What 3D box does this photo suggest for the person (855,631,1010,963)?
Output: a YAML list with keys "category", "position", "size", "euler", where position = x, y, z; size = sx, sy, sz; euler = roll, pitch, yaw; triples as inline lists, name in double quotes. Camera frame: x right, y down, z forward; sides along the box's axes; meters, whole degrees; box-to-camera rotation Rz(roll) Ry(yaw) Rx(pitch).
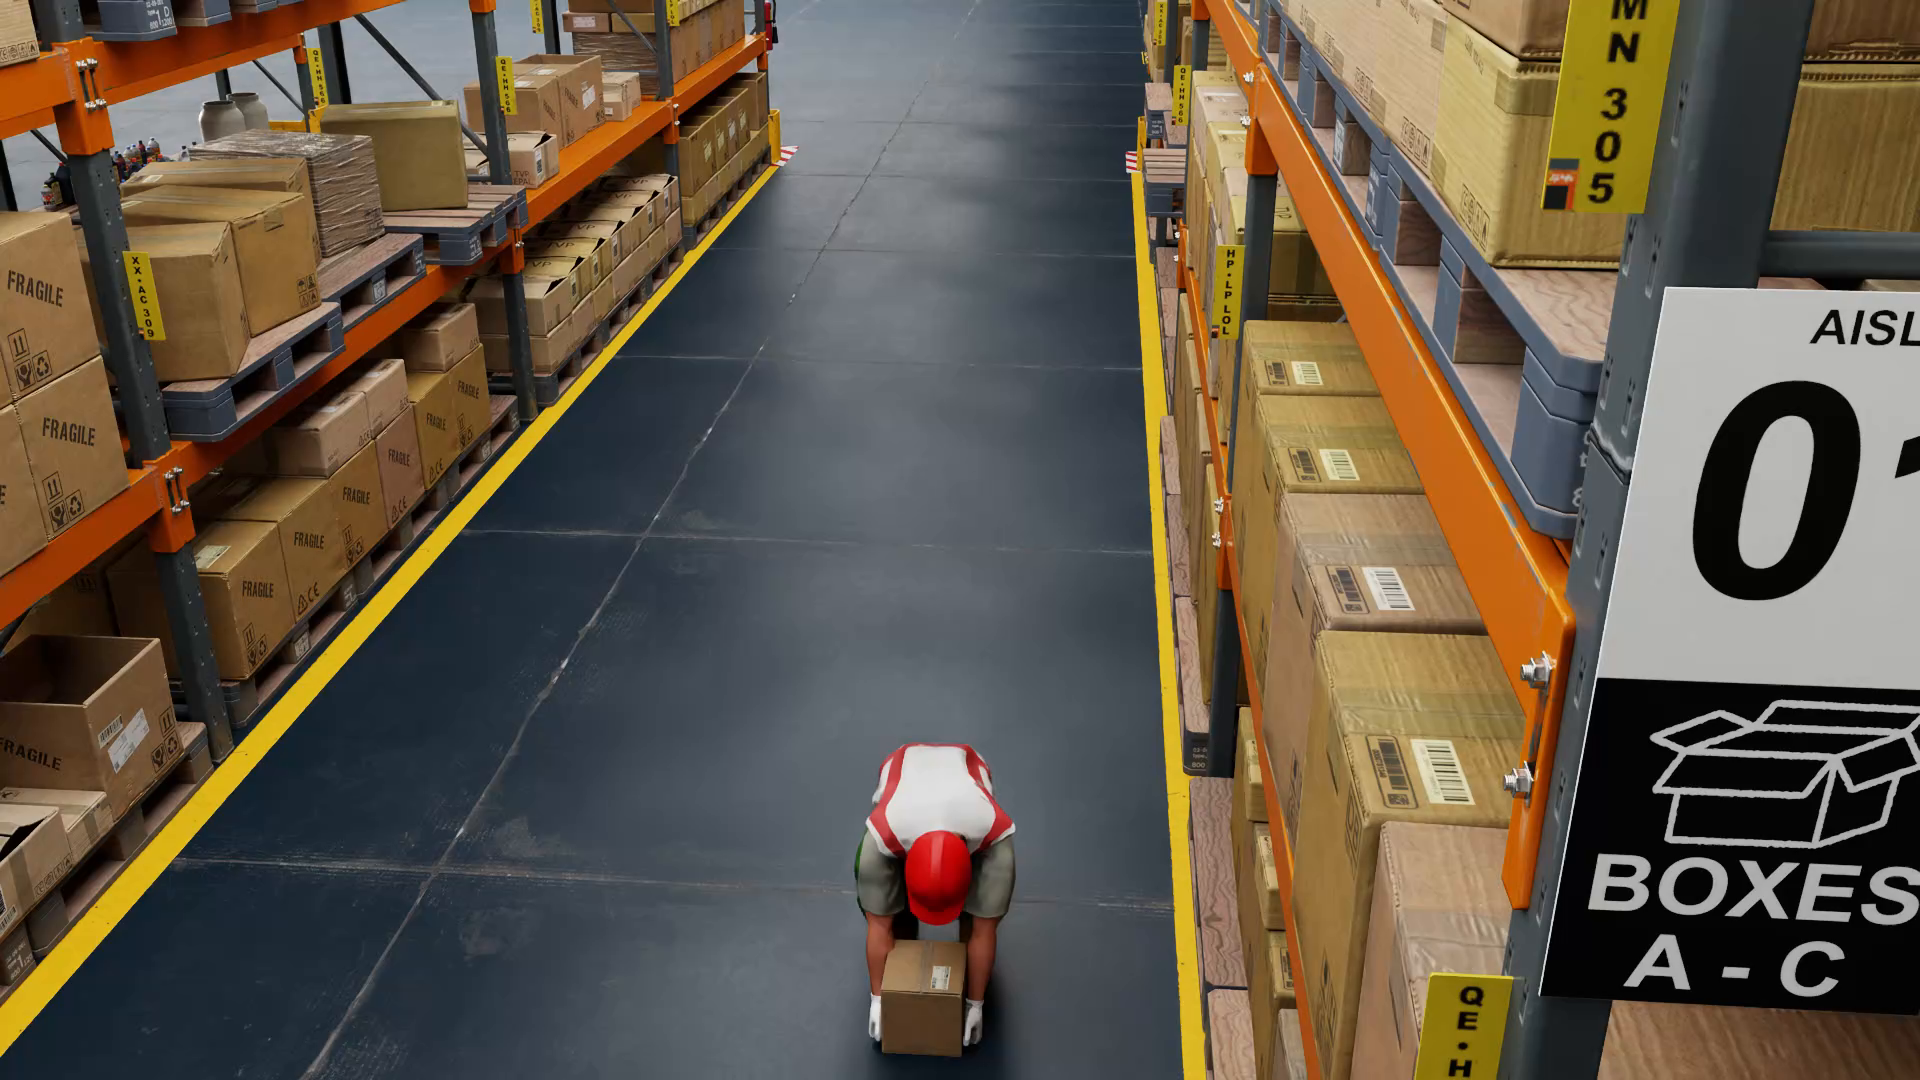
- category: "person"
  position: [-0.089, 0.844, 5.253]
  size: [0.486, 1.335, 0.914]
  euler: [1, 24, 3]
